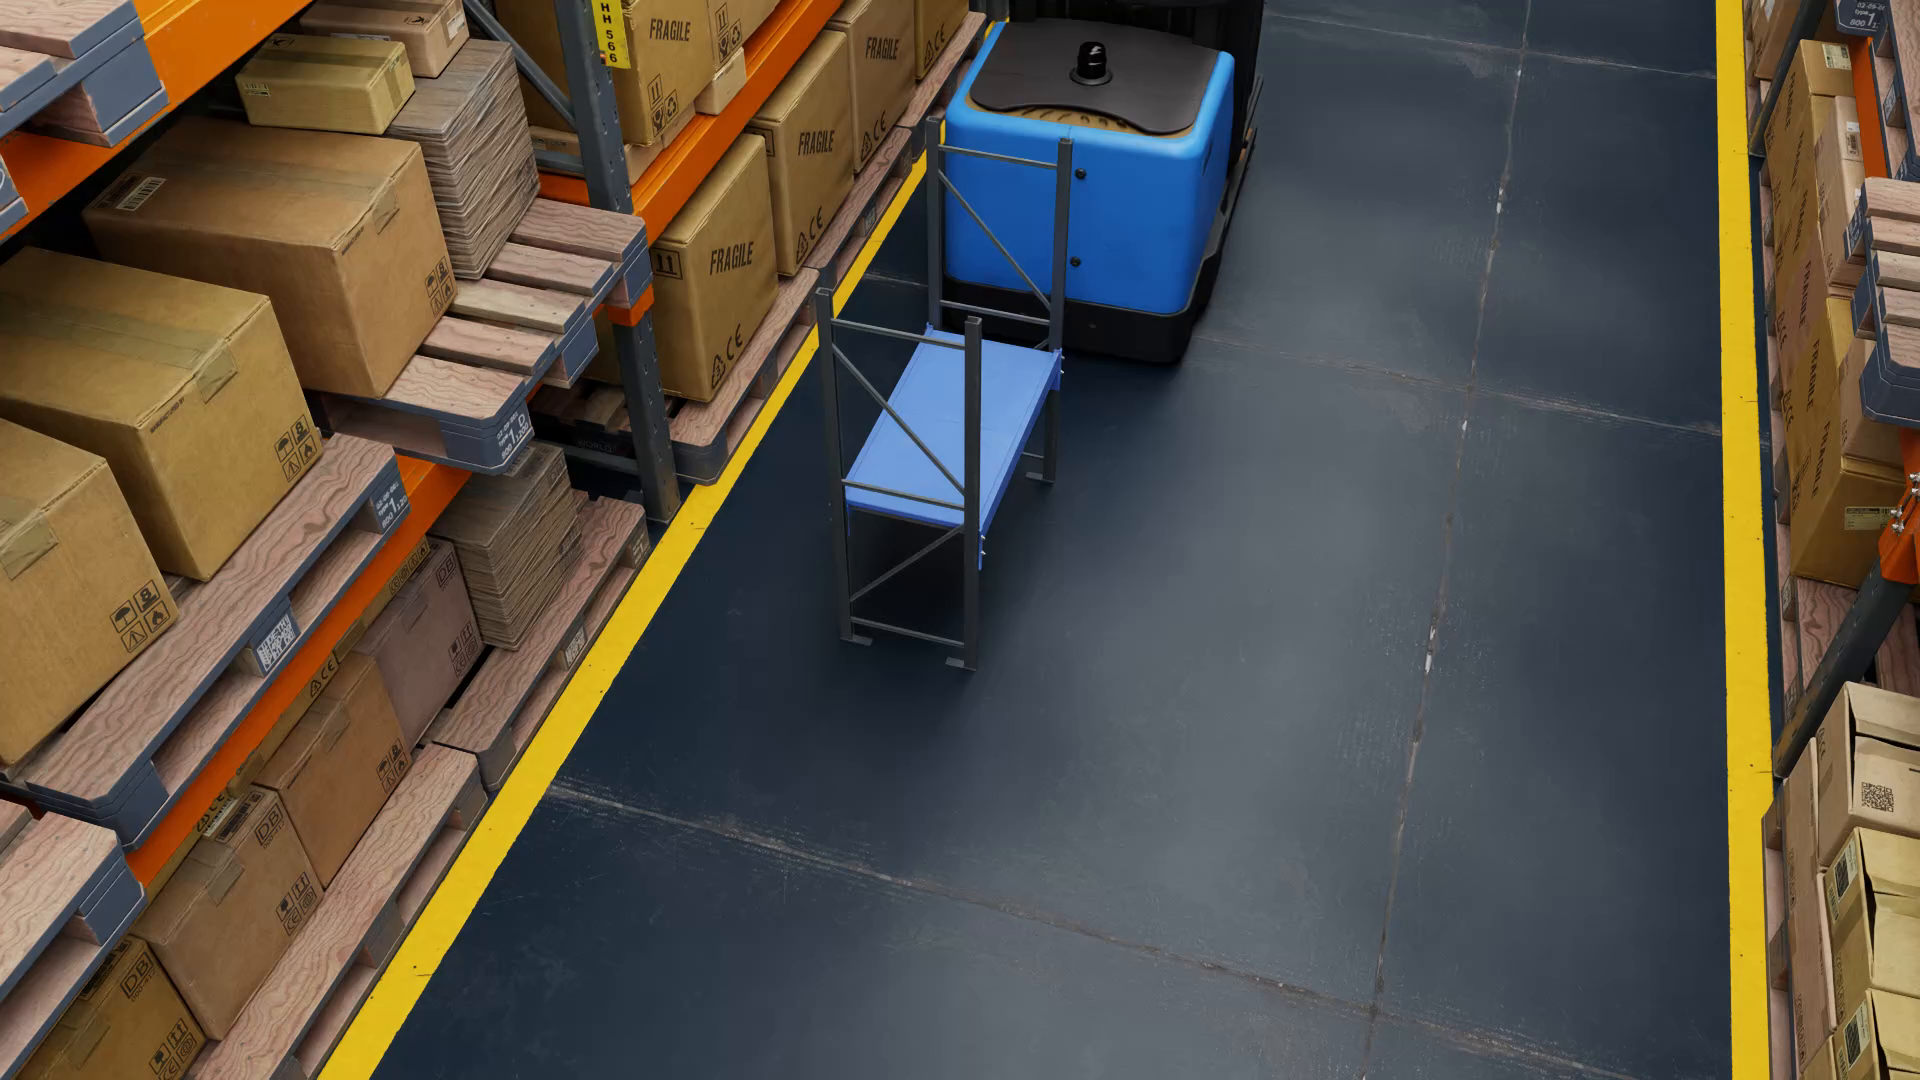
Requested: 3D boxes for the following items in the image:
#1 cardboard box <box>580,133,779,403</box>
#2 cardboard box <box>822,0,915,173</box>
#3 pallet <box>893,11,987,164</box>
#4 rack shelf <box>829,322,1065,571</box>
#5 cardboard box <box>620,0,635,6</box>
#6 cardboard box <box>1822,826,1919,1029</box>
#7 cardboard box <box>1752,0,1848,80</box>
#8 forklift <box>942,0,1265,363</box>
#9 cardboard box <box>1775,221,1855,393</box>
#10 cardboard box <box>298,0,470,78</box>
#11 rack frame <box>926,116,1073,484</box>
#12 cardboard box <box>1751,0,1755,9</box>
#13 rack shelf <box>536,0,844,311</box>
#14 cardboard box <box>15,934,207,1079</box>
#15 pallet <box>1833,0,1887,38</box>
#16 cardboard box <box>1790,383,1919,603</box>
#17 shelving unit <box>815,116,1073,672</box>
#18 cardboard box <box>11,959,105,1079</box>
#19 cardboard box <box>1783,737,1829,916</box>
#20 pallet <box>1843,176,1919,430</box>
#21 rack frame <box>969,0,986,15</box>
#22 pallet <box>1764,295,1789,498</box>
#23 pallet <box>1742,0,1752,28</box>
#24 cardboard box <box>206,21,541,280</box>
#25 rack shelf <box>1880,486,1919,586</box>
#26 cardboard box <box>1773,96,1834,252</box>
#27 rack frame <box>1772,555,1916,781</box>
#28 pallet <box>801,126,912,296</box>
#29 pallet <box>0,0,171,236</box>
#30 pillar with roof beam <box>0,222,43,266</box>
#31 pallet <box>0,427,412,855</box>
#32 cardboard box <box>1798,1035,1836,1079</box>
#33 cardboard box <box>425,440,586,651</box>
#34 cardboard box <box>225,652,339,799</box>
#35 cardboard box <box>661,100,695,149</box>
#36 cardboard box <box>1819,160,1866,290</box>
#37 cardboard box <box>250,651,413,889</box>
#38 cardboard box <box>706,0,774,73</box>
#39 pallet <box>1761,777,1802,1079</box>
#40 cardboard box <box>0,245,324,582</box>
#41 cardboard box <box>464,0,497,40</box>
[{"bbox_3d":[-1.216,-1.116,6.482,0.750,0.750,0.750,12,46,12],"label":"cardboard box"},{"bbox_3d":[-0.691,-2.266,7.657,0.750,0.750,0.750,14,46,14],"label":"cardboard box"},{"bbox_3d":[-0.514,-2.411,8.563,1.003,0.211,1.213,13,46,13],"label":"pallet"},{"bbox_3d":[-0.026,-0.351,5.793,0.538,0.185,1.000,13,46,12],"label":"rack shelf"},{"bbox_3d":[-1.171,-1.956,5.270,0.500,0.250,0.500,14,46,13],"label":"cardboard box"},{"bbox_3d":[2.569,1.046,4.301,0.500,0.311,0.500,11,46,12],"label":"cardboard box"},{"bbox_3d":[4.273,-2.595,8.230,0.500,0.500,0.500,13,46,13],"label":"cardboard box"},{"bbox_3d":[0.822,-2.832,7.048,1.130,2.935,3.031,11,46,11],"label":"forklift"},{"bbox_3d":[3.529,-0.858,6.455,0.500,0.500,0.500,11,45,11],"label":"cardboard box"},{"bbox_3d":[-1.639,-1.460,4.748,0.380,0.149,0.250,7,45,7],"label":"cardboard box"},{"bbox_3d":[0.128,-0.818,6.014,0.500,1.500,0.032,13,46,12],"label":"rack frame"},{"bbox_3d":[4.500,-3.027,8.807,0.500,0.311,0.500,13,46,13],"label":"cardboard box"},{"bbox_3d":[-0.958,-2.348,7.019,1.077,0.370,4.000,13,46,13],"label":"rack shelf"},{"bbox_3d":[-2.459,1.282,4.268,0.700,0.500,0.500,12,46,12],"label":"cardboard box"},{"bbox_3d":[4.024,-2.313,6.606,1.003,0.211,1.213,13,46,13],"label":"pallet"},{"bbox_3d":[3.218,-0.162,5.743,0.500,0.500,0.500,14,46,14],"label":"cardboard box"},{"bbox_3d":[-0.026,-0.479,5.667,0.538,1.500,1.048,13,46,12],"label":"shelving unit"},{"bbox_3d":[-2.437,1.074,3.944,0.500,0.250,0.500,12,46,12],"label":"cardboard box"},{"bbox_3d":[2.720,0.895,4.857,0.500,0.250,0.500,12,46,12],"label":"cardboard box"},{"bbox_3d":[3.297,-0.623,4.879,1.213,0.211,1.003,13,46,13],"label":"pallet"},{"bbox_3d":[-0.352,-3.938,8.130,1.000,3.000,0.127,13,46,13],"label":"rack frame"},{"bbox_3d":[3.792,-0.528,6.639,1.003,0.211,1.213,13,46,13],"label":"pallet"},{"bbox_3d":[4.947,-3.168,9.337,1.003,0.211,1.213,13,46,13],"label":"pallet"},{"bbox_3d":[-1.696,-1.149,4.894,0.700,0.500,0.500,8,45,8],"label":"cardboard box"},{"bbox_3d":[2.553,1.365,3.224,1.077,0.370,4.000,13,46,13],"label":"rack shelf"},{"bbox_3d":[3.841,-1.526,7.138,0.500,0.500,0.500,13,46,13],"label":"cardboard box"},{"bbox_3d":[3.159,-0.225,4.335,1.000,3.000,0.127,13,46,13],"label":"rack frame"},{"bbox_3d":[-0.881,-1.595,7.729,1.003,0.211,1.213,13,46,13],"label":"pallet"},{"bbox_3d":[-2.175,-0.691,2.801,1.213,0.211,1.003,13,46,13],"label":"pallet"},{"bbox_3d":[1.322,-1.821,1.677,9.100,9.000,0.400,13,46,13],"label":"pillar with roof beam"},{"bbox_3d":[-2.124,0.125,4.115,1.003,0.211,1.213,13,46,13],"label":"pallet"},{"bbox_3d":[2.417,1.578,4.159,0.500,0.250,0.500,11,46,11],"label":"cardboard box"},{"bbox_3d":[-1.732,-0.045,5.623,0.700,0.500,0.500,13,46,13],"label":"cardboard box"},{"bbox_3d":[-2.115,0.398,4.635,0.500,0.250,0.500,12,46,12],"label":"cardboard box"},{"bbox_3d":[-1.158,-1.526,5.830,0.380,0.149,0.250,13,46,13],"label":"cardboard box"},{"bbox_3d":[3.537,-1.151,6.218,0.500,0.250,0.500,12,46,12],"label":"cardboard box"},{"bbox_3d":[-2.122,0.611,4.953,0.700,0.500,0.500,12,46,12],"label":"cardboard box"},{"bbox_3d":[-1.005,-2.038,5.889,0.500,0.500,0.500,14,46,14],"label":"cardboard box"},{"bbox_3d":[2.872,1.312,4.758,1.003,0.211,1.213,13,46,13],"label":"pallet"},{"bbox_3d":[-2.052,-0.314,4.040,0.700,0.500,0.500,13,46,13],"label":"cardboard box"},{"bbox_3d":[-1.671,-1.792,5.638,0.500,0.500,0.500,13,46,13],"label":"cardboard box"}]
